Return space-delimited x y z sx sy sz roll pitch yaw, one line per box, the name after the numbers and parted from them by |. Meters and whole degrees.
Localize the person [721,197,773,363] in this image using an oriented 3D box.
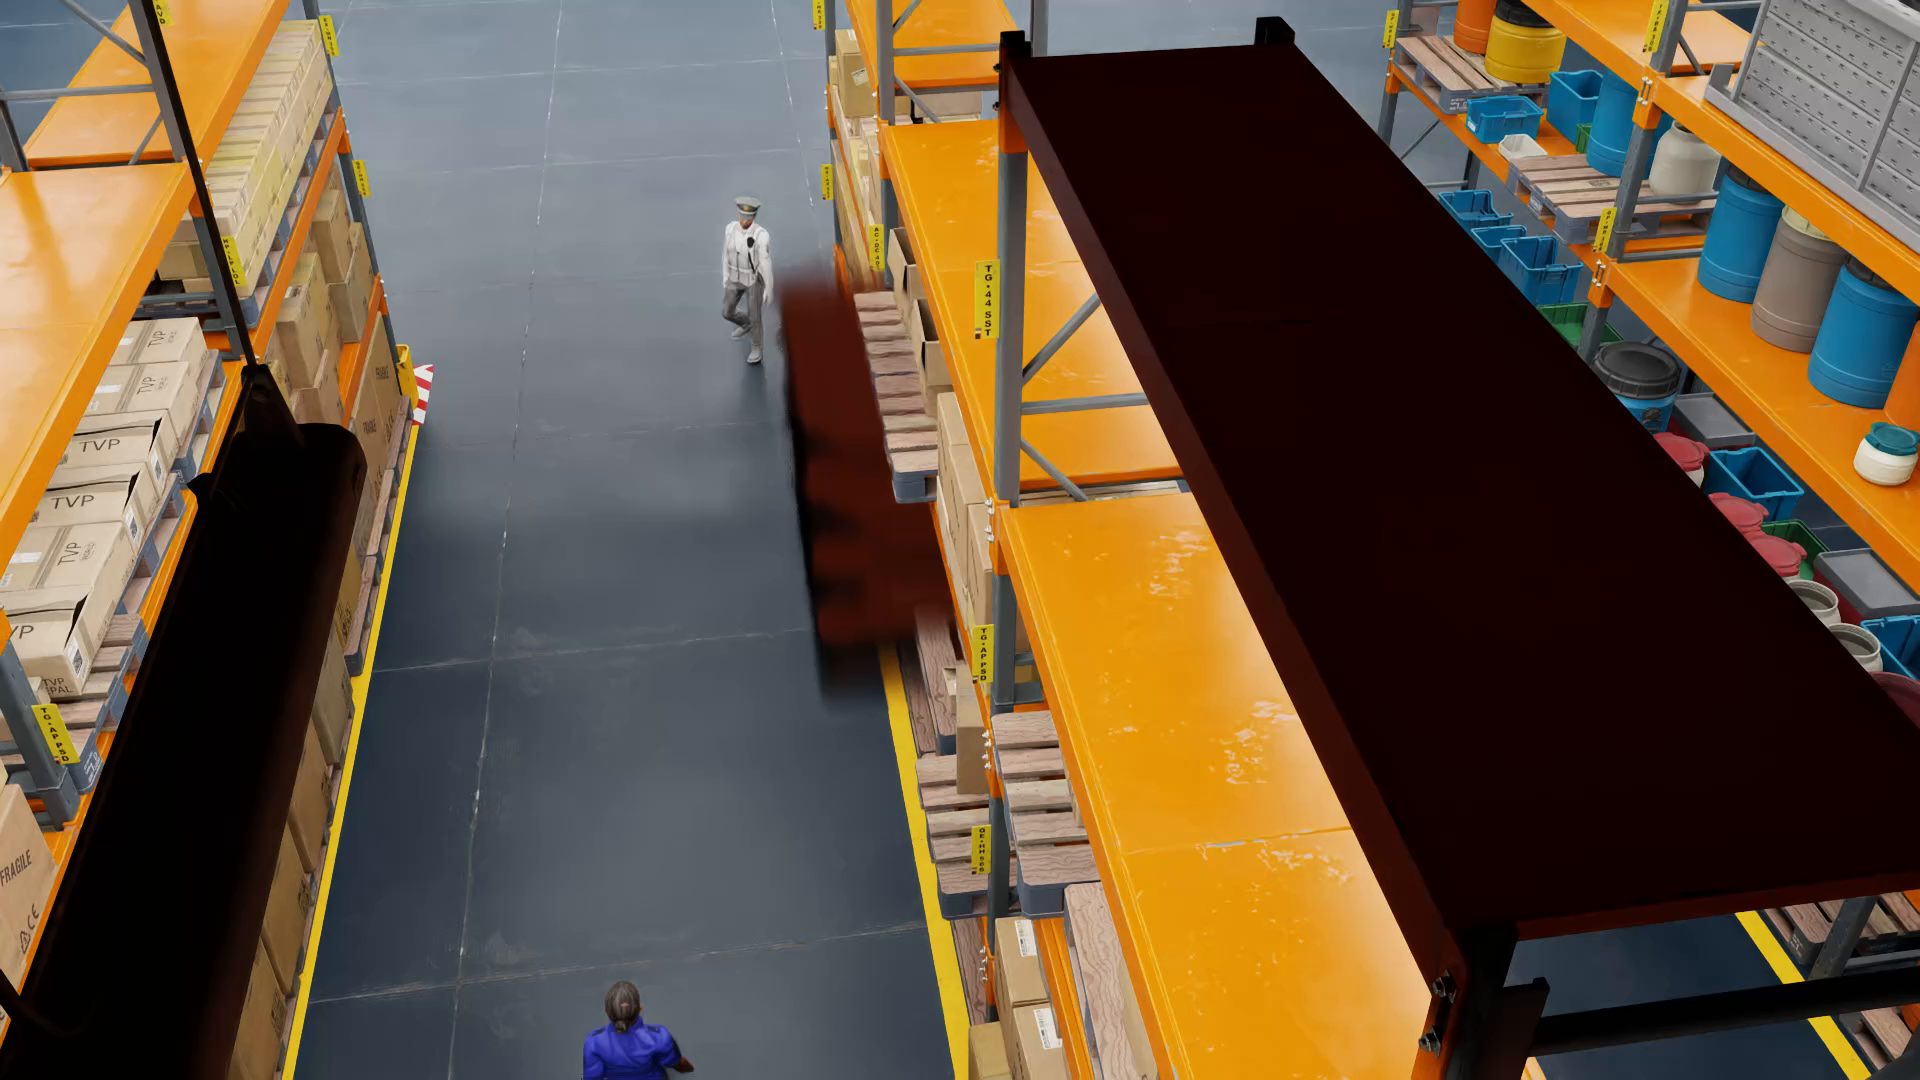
-1.960 -2.421 15.357 0.641 1.654 0.468 19 40 24 | person

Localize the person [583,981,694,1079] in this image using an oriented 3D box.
-1.592 2.753 8.309 0.506 1.578 1.038 -4 37 -6 | person
